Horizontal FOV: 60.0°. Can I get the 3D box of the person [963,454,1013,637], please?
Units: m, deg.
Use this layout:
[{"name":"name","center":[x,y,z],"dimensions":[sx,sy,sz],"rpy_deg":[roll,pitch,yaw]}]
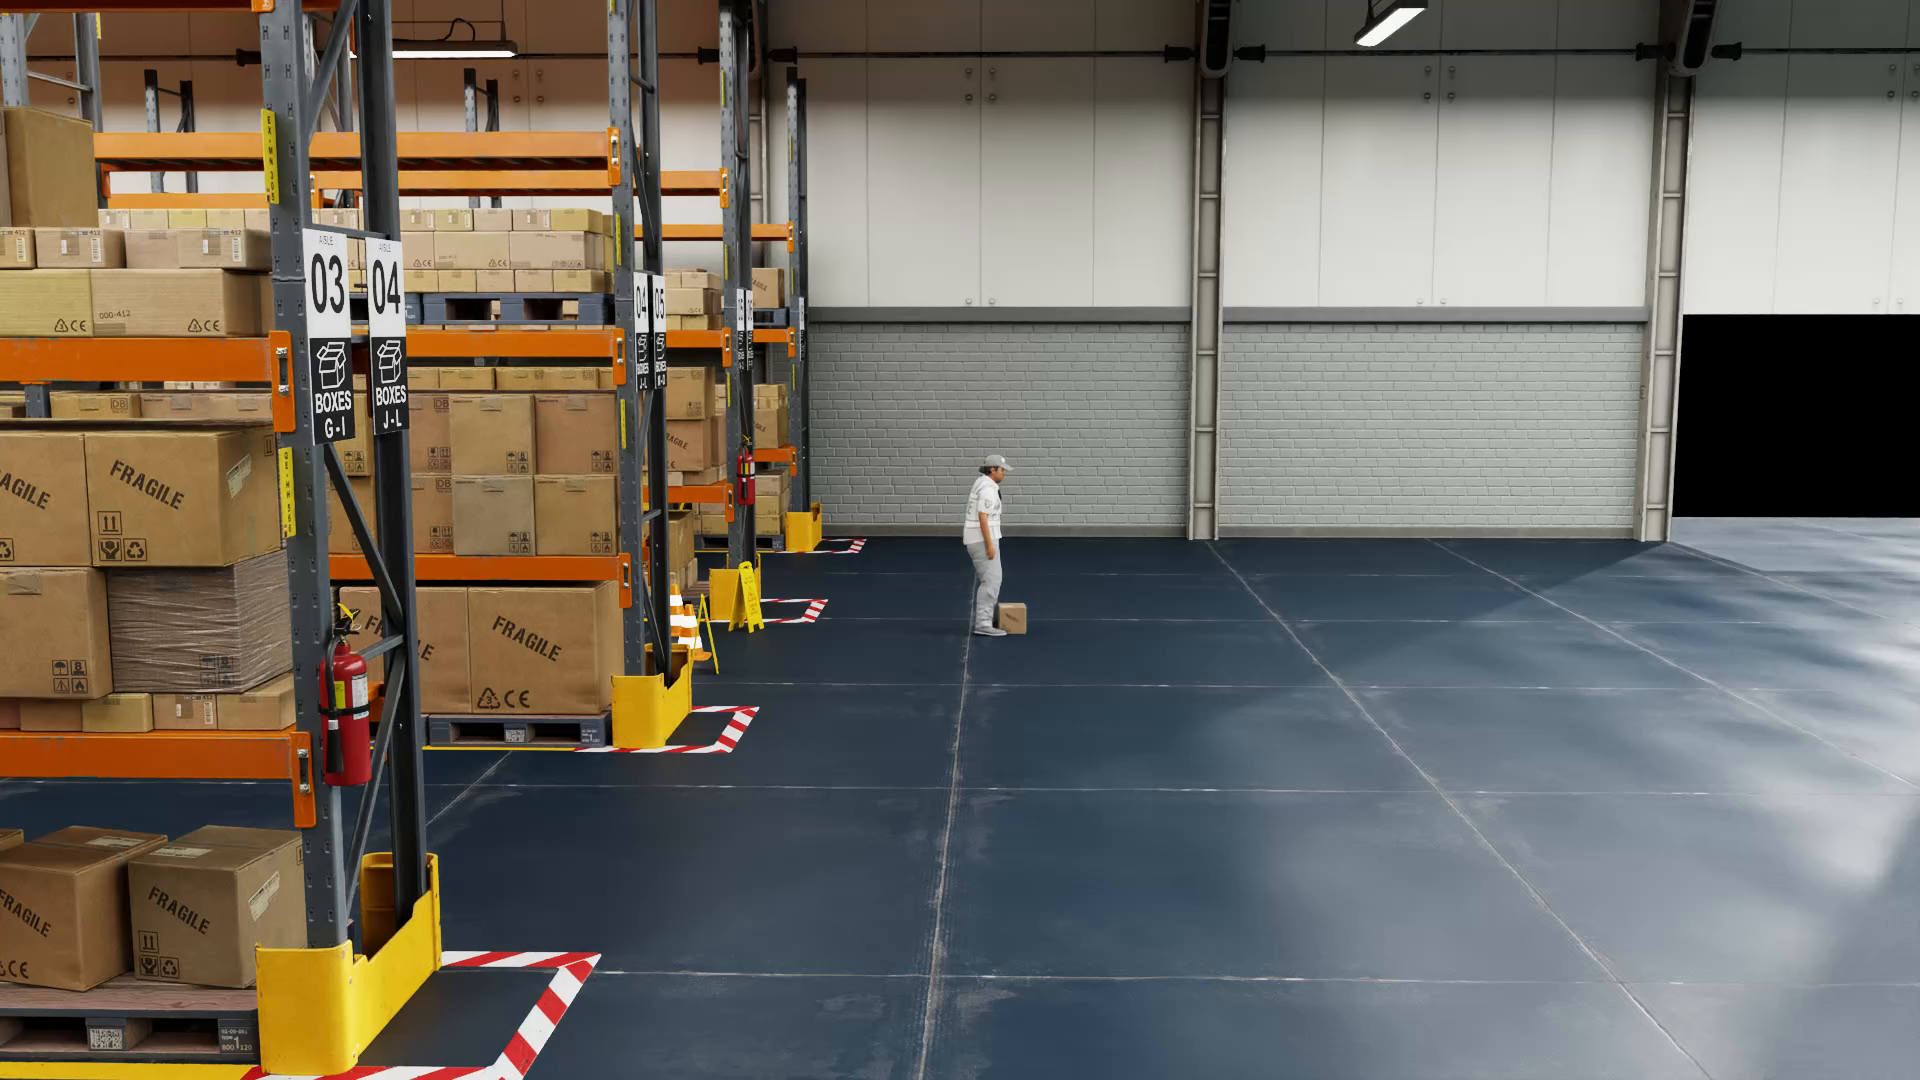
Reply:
[{"name":"person","center":[0.265,0.035,15.488],"dimensions":[0.468,1.664,0.552],"rpy_deg":[0,7,-2]}]
